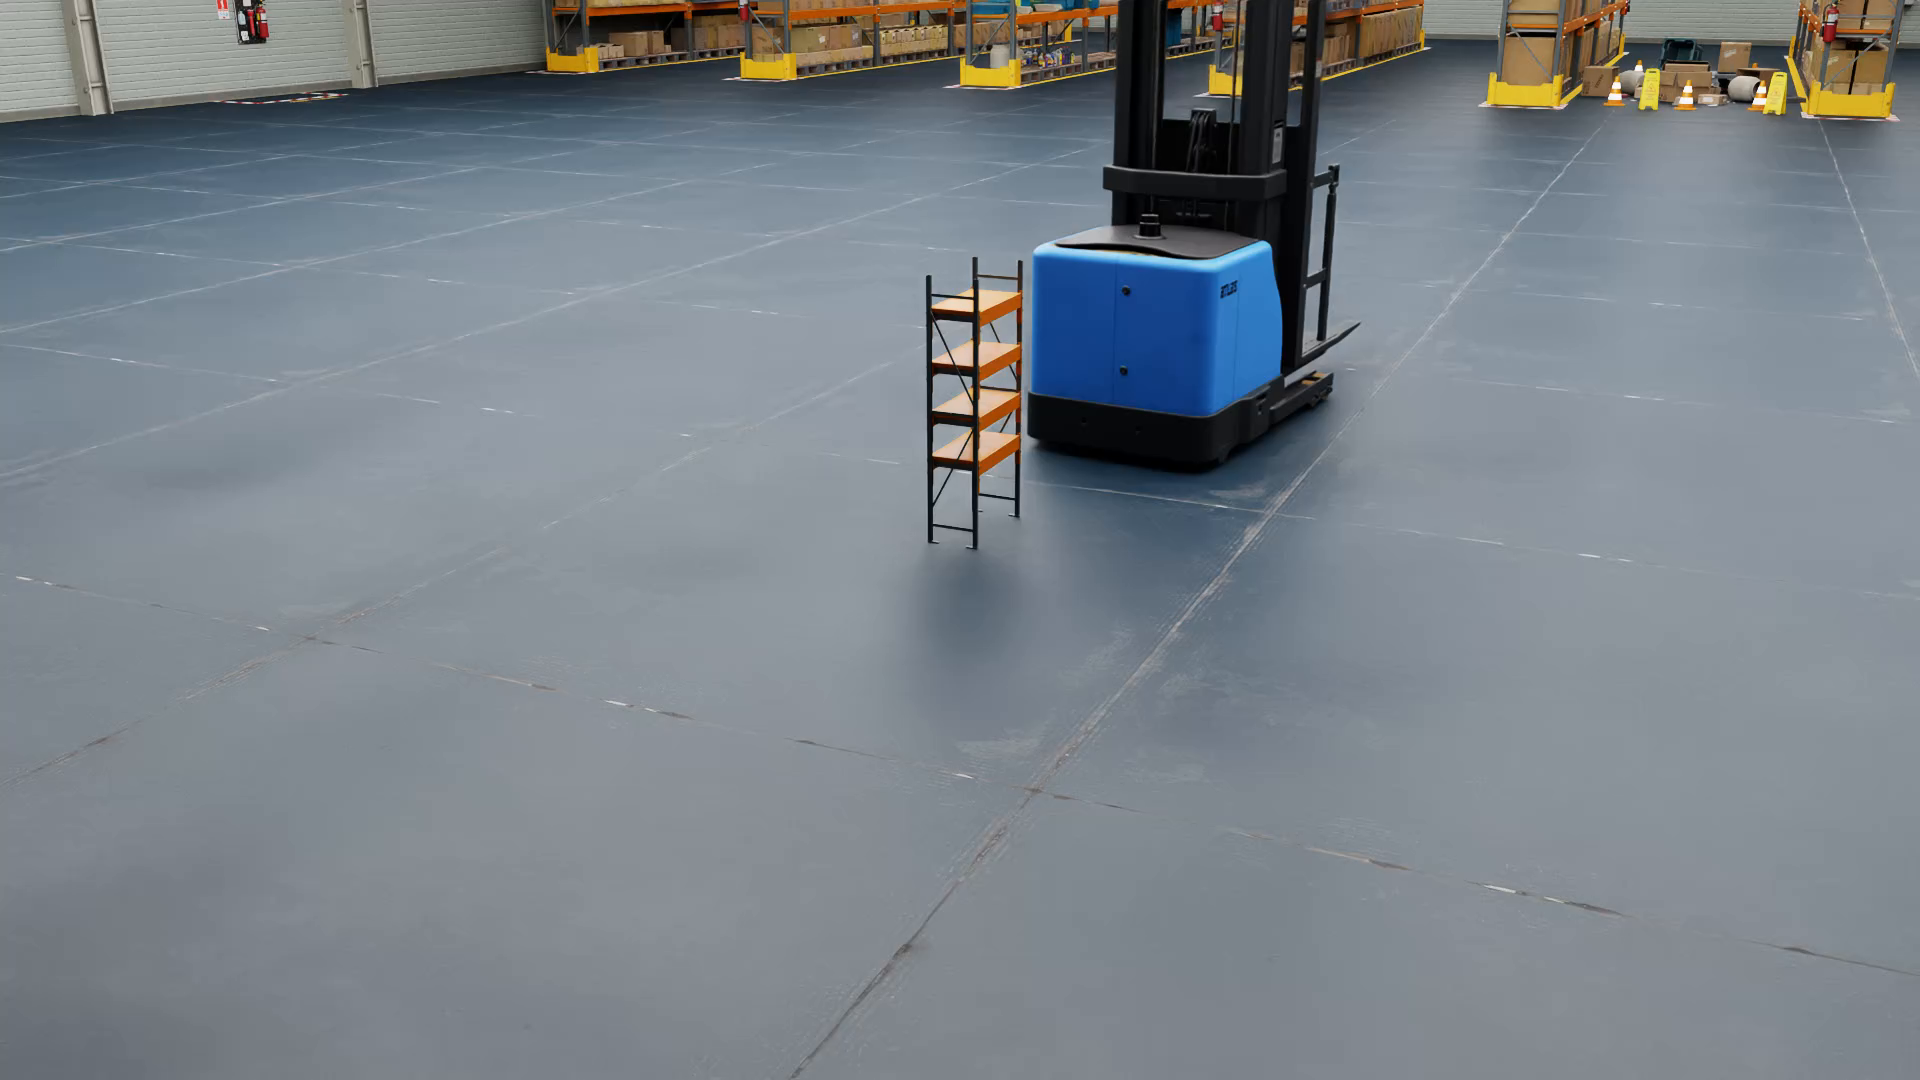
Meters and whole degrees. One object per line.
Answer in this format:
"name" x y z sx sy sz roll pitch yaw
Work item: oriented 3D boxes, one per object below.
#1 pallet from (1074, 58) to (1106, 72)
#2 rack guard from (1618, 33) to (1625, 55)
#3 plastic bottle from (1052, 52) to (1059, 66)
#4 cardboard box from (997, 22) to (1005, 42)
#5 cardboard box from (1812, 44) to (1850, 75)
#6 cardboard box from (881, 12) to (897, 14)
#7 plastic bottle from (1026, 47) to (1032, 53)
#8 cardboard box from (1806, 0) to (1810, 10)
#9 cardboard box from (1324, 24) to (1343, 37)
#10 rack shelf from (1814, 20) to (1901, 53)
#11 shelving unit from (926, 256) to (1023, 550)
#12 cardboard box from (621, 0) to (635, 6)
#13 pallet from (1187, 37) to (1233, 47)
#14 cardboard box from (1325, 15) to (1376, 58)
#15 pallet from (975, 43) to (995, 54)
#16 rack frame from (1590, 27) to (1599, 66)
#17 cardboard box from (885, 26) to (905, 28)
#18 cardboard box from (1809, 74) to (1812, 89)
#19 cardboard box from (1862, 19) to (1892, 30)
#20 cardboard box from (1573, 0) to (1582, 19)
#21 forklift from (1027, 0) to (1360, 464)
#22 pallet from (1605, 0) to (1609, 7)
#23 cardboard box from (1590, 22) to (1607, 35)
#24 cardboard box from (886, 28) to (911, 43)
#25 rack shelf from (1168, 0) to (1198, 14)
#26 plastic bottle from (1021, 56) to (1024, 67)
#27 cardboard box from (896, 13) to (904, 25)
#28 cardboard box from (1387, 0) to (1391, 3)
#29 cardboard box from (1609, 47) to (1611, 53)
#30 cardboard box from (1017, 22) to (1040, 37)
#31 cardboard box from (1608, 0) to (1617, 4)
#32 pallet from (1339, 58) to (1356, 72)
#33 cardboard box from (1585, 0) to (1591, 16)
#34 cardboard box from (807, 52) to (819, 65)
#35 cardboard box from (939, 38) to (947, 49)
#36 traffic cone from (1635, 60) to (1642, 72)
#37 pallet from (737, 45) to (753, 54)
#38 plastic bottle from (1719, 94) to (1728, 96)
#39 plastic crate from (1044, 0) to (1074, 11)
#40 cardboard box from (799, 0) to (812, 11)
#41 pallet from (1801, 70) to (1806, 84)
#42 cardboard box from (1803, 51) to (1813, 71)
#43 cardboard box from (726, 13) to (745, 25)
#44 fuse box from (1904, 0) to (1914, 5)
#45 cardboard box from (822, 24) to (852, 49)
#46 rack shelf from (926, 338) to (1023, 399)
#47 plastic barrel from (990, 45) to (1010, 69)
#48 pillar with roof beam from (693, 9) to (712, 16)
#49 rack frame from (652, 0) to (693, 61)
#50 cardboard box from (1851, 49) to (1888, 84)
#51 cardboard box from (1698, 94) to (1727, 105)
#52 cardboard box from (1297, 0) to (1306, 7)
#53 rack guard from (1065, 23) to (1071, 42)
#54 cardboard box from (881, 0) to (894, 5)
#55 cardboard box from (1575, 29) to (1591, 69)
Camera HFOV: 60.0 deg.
"pallet" 2.523 -10.382 36.347 1.003 0.211 1.213 9 21 23
"rack guard" 16.122 -12.527 41.946 1.175 0.500 0.348 9 21 23
"plastic bottle" 1.956 -9.931 34.327 0.152 0.276 0.135 9 21 24
"cardboard box" 0.845 -13.266 43.369 0.500 0.500 0.500 9 21 23
"cardboard box" 14.887 -8.200 28.407 0.500 0.500 0.500 10 22 26
"cardboard box" -2.073 -15.434 48.525 0.380 0.149 0.250 9 22 24
"plastic bottle" 1.451 -10.162 34.864 0.144 0.351 0.185 8 21 20
"cardboard box" 18.004 -11.223 34.774 0.500 0.250 0.500 8 21 22
"cardboard box" 7.939 -11.004 35.889 0.500 0.250 0.500 11 22 29
"rack shelf" 14.978 -8.461 27.856 1.077 0.370 4.000 9 21 23
"shelving unit" 0.068 -0.616 7.410 0.258 1.200 0.503 9 21 23
"cardboard box" -7.536 -11.947 36.780 0.500 0.250 0.500 8 21 22
"pallet" 6.778 -13.558 45.278 1.003 0.211 1.213 9 21 23
"cardboard box" 8.696 -11.398 37.588 1.225 0.875 0.875 8 21 20
"pallet" 0.199 -12.635 42.681 1.003 0.211 1.213 9 21 23
"rack frame" 12.878 -11.282 34.716 1.000 3.000 0.127 9 21 23
"cardboard box" -1.543 -12.083 39.609 0.500 0.311 0.500 8 21 21
"cardboard box" 15.101 -8.005 28.979 0.500 0.250 0.500 10 22 26
"cardboard box" 14.487 -8.145 26.271 0.380 0.149 0.250 9 21 23
"cardboard box" 10.895 -9.844 30.449 0.875 0.550 0.550 9 21 23
"forklift" 1.539 -2.210 9.309 1.130 2.935 3.031 11 22 29
"pallet" 13.651 -11.803 36.466 1.003 0.211 1.213 9 21 23
"cardboard box" 14.015 -11.297 36.743 0.500 0.250 0.500 8 21 20
"cardboard box" -1.463 -11.701 38.533 0.500 0.311 0.500 8 21 21
"rack shelf" 4.694 -12.946 40.467 1.077 0.370 4.000 9 21 23
"plastic bottle" 1.258 -9.842 34.187 0.097 0.201 0.097 0 20 0
"cardboard box" -2.082 -15.271 49.035 0.700 0.500 0.500 9 21 23
"cardboard box" 9.881 -12.933 39.208 0.500 0.500 0.500 9 22 24
"cardboard box" 14.958 -11.427 38.751 0.380 0.149 0.250 8 21 20
"cardboard box" 1.760 -14.183 45.942 0.797 0.503 0.637 9 21 23
"cardboard box" 14.930 -12.428 38.314 0.380 0.149 0.250 9 22 25
"pallet" 8.073 -10.441 36.513 1.003 0.211 1.213 9 21 23
"cardboard box" 11.701 -10.230 31.609 0.500 0.500 0.500 9 21 23
"cardboard box" -3.294 -10.098 34.862 0.500 0.250 0.500 9 21 23
"cardboard box" -0.635 -12.062 40.386 0.500 0.250 0.500 9 22 24
"traffic cone" 13.166 -9.067 32.273 0.336 0.463 0.334 9 21 23
"pallet" -5.484 -12.480 42.246 1.003 0.211 1.213 9 21 23
"plastic bottle" 13.558 -7.889 29.562 0.133 0.061 0.283 13 23 32
"plastic crate" 2.032 -11.005 34.158 0.499 0.251 0.616 9 21 23
"cardboard box" -3.505 -11.258 34.498 0.700 0.500 0.500 9 22 24
"pallet" 17.114 -9.081 32.689 1.003 0.211 1.213 9 21 23
"cardboard box" 17.194 -9.422 32.781 0.950 0.372 0.625 7 21 19
"cardboard box" -5.701 -13.023 41.565 0.500 0.250 0.500 9 21 24
"fuse box" 24.855 -13.866 43.906 0.539 1.711 0.414 9 21 23
"cardboard box" -2.687 -10.911 36.029 0.500 0.500 0.500 9 21 23
"rack shelf" 0.068 -0.763 7.358 0.258 0.148 0.480 9 21 23
"plastic barrel" 0.799 -9.465 32.693 0.421 0.512 0.421 0 20 0
"pillar with roof beam" -2.557 -15.990 39.000 9.100 9.000 0.400 9 21 23
"rack frame" -6.801 -12.810 39.012 1.000 3.000 0.127 9 21 23
"cardboard box" 14.751 -7.660 26.889 0.500 0.500 0.500 8 21 21
"cardboard box" 12.853 -7.523 28.400 0.250 0.149 0.380 -14 24 -33
"cardboard box" 6.166 -10.514 31.964 0.875 0.500 0.500 9 21 23
"rack guard" 2.603 -14.599 47.772 1.175 0.500 0.348 9 21 23
"cardboard box" -1.731 -12.256 37.829 0.380 0.149 0.250 9 21 23
"cardboard box" 12.191 -9.979 33.781 1.050 0.750 0.750 9 21 24
